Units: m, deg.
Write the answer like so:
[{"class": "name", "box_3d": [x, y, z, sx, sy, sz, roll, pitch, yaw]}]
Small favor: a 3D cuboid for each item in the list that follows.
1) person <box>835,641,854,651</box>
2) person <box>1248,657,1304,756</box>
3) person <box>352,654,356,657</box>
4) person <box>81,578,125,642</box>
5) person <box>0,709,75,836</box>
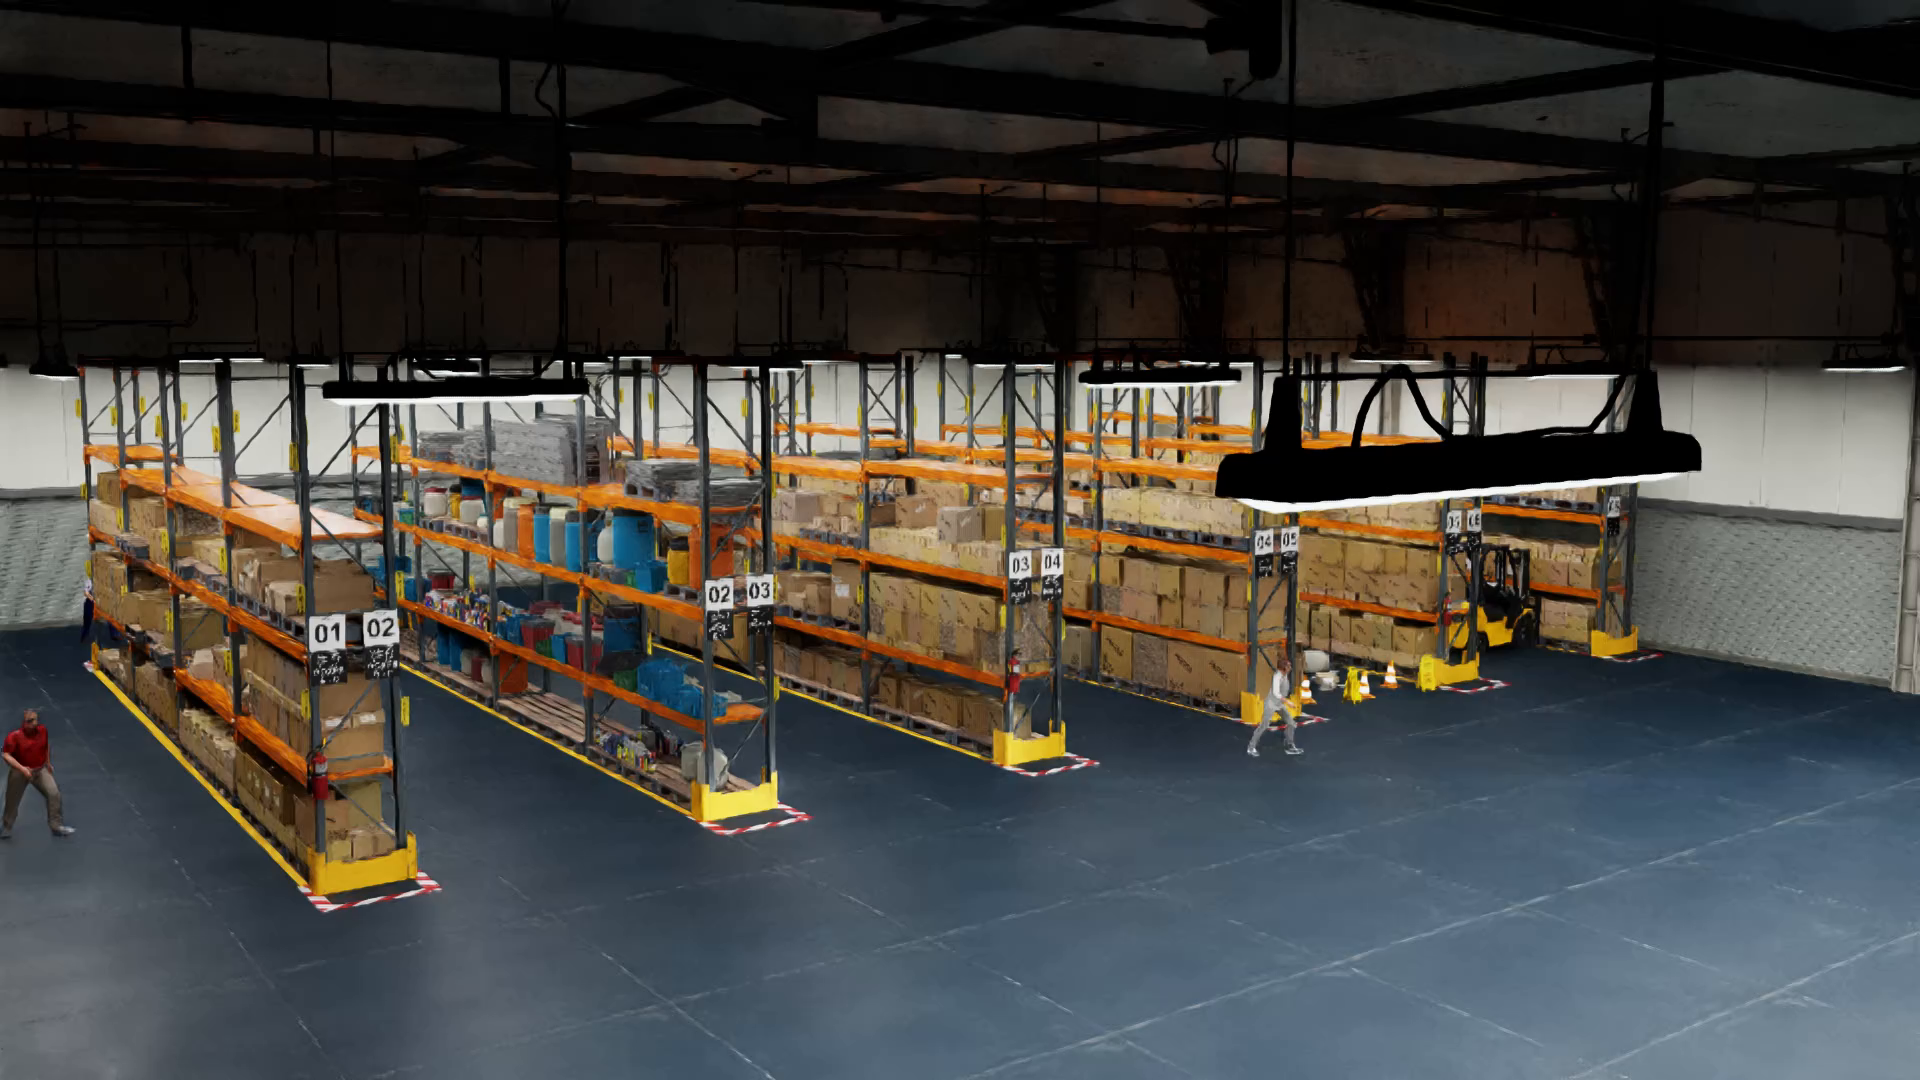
[{"class": "person", "box_3d": [-2.228, 1.568, 32.551, 0.677, 1.671, 0.534, -5, 9, -37]}, {"class": "person", "box_3d": [4.785, 2.512, 25.214, 0.763, 1.532, 0.573, 5, 8, 35]}, {"class": "person", "box_3d": [-10.676, 2.010, 28.573, 0.567, 1.736, 1.044, -5, 9, -36]}, {"class": "person", "box_3d": [-18.026, 1.335, 34.779, 0.785, 1.571, 0.660, 5, 8, 34]}, {"class": "person", "box_3d": [-11.823, 2.941, 21.137, 0.860, 1.655, 0.691, 5, 9, 37]}]
